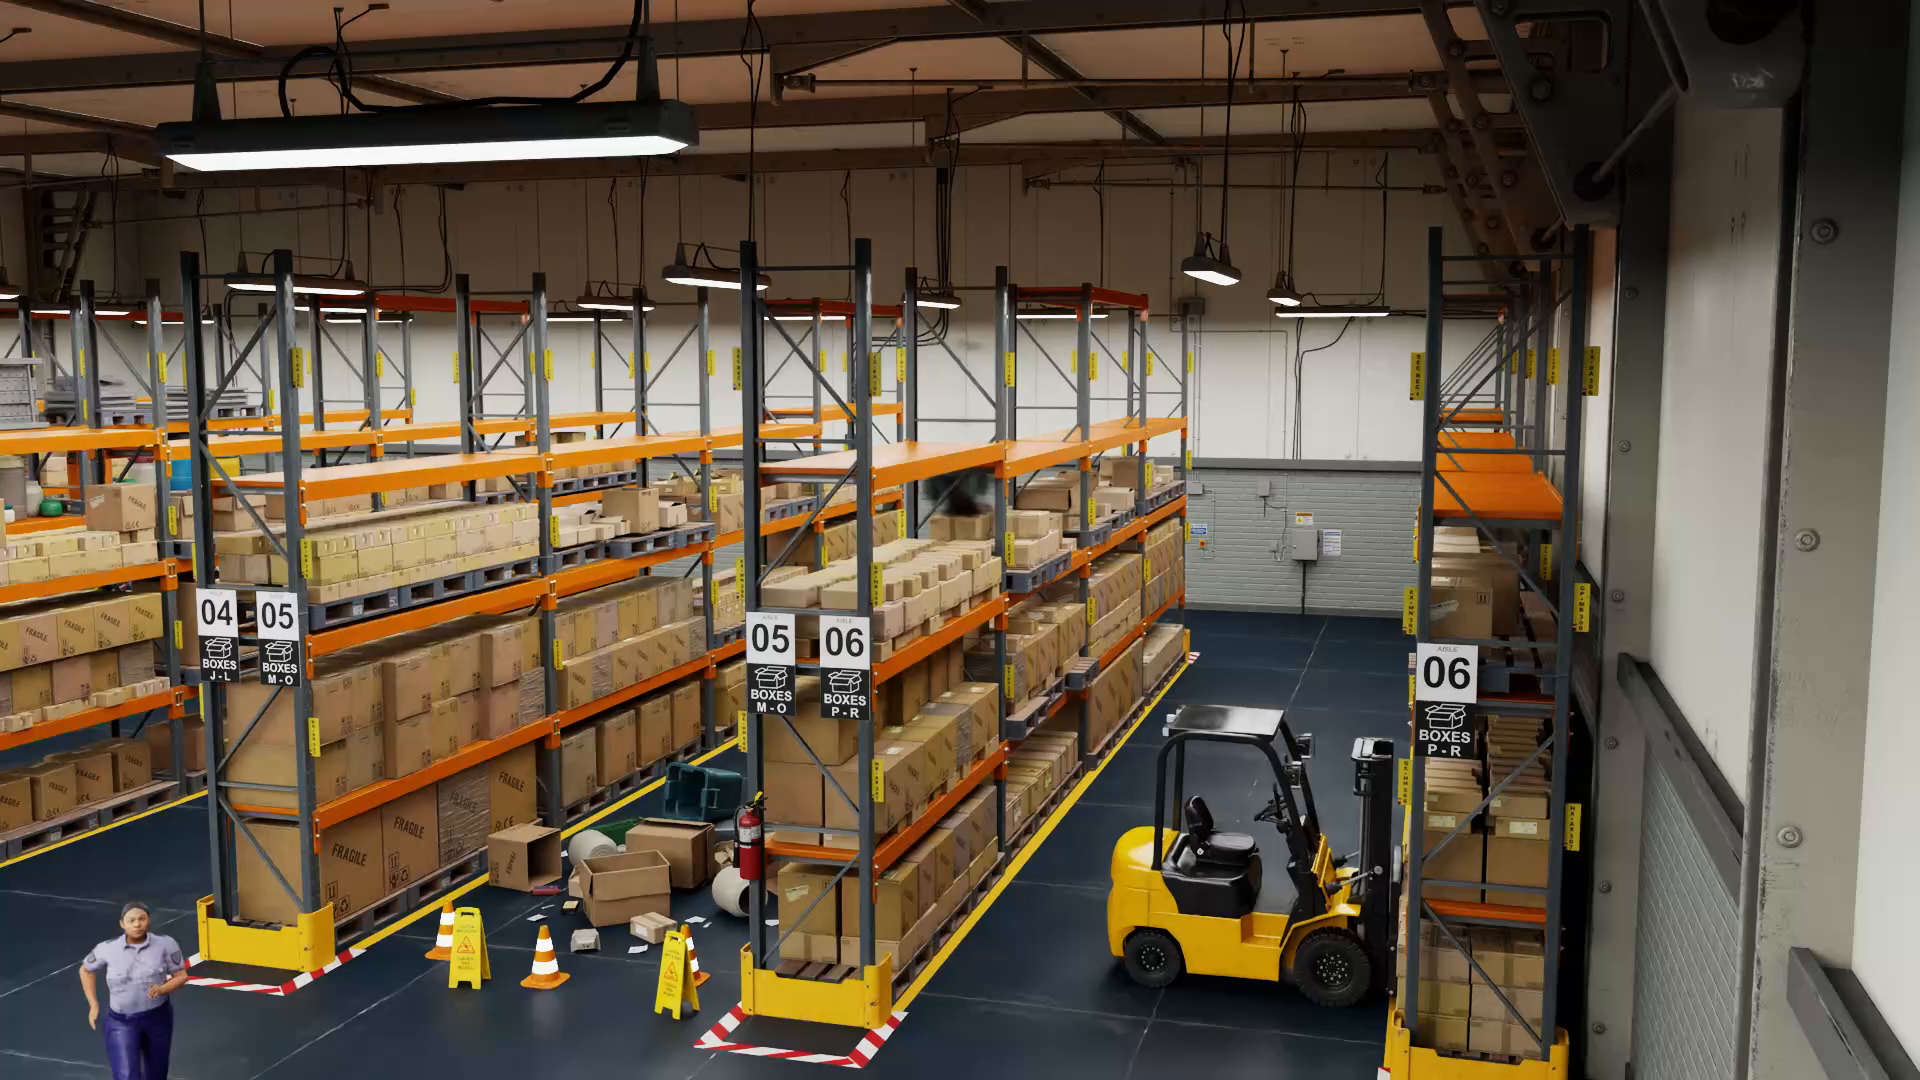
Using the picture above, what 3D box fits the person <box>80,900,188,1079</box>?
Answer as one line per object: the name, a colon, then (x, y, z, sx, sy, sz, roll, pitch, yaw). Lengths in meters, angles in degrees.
person: (-5.300, 3.163, 10.737, 0.579, 1.714, 0.748, -5, 8, -37)
